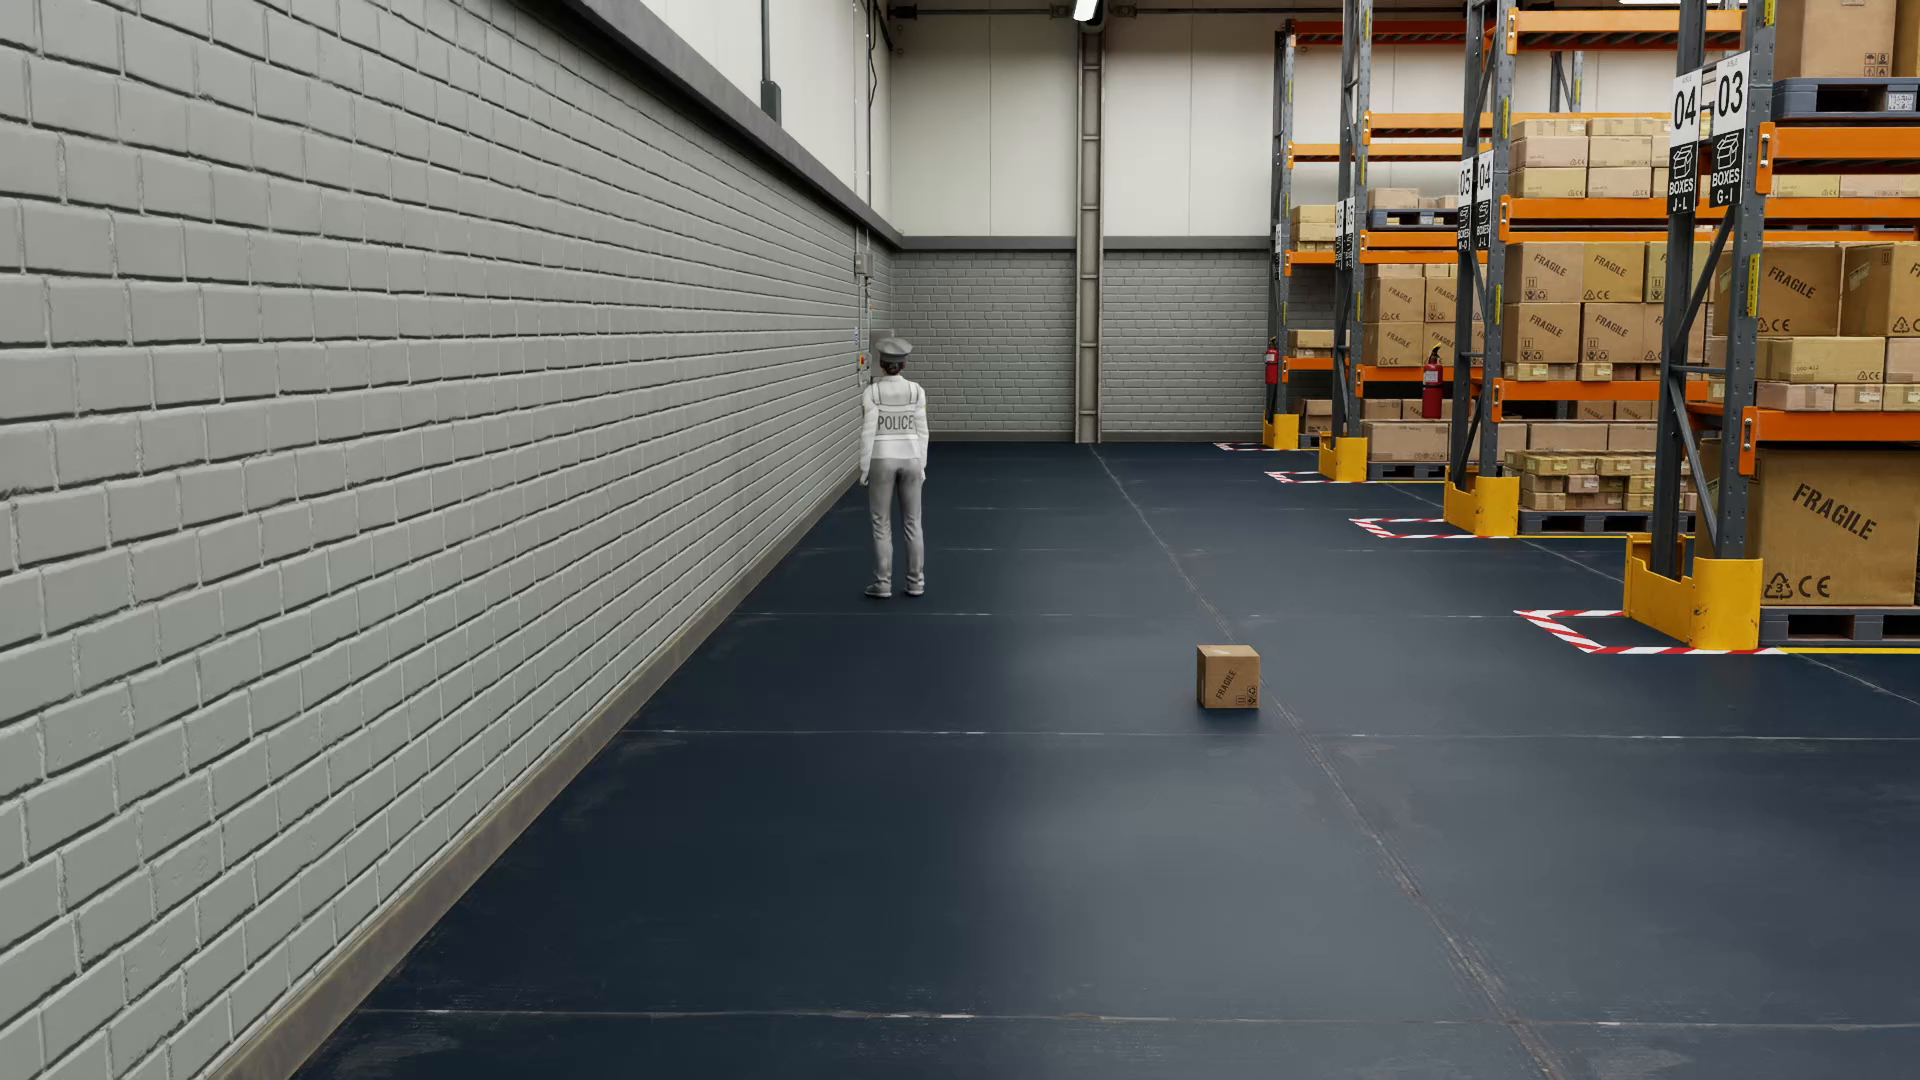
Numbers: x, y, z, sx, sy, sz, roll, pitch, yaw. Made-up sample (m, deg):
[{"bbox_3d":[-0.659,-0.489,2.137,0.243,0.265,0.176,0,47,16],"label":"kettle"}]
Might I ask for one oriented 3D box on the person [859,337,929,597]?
[{"bbox_3d":[-0.436,-0.471,10.818,0.461,1.694,0.354,-2,8,-17],"label":"person"}]
